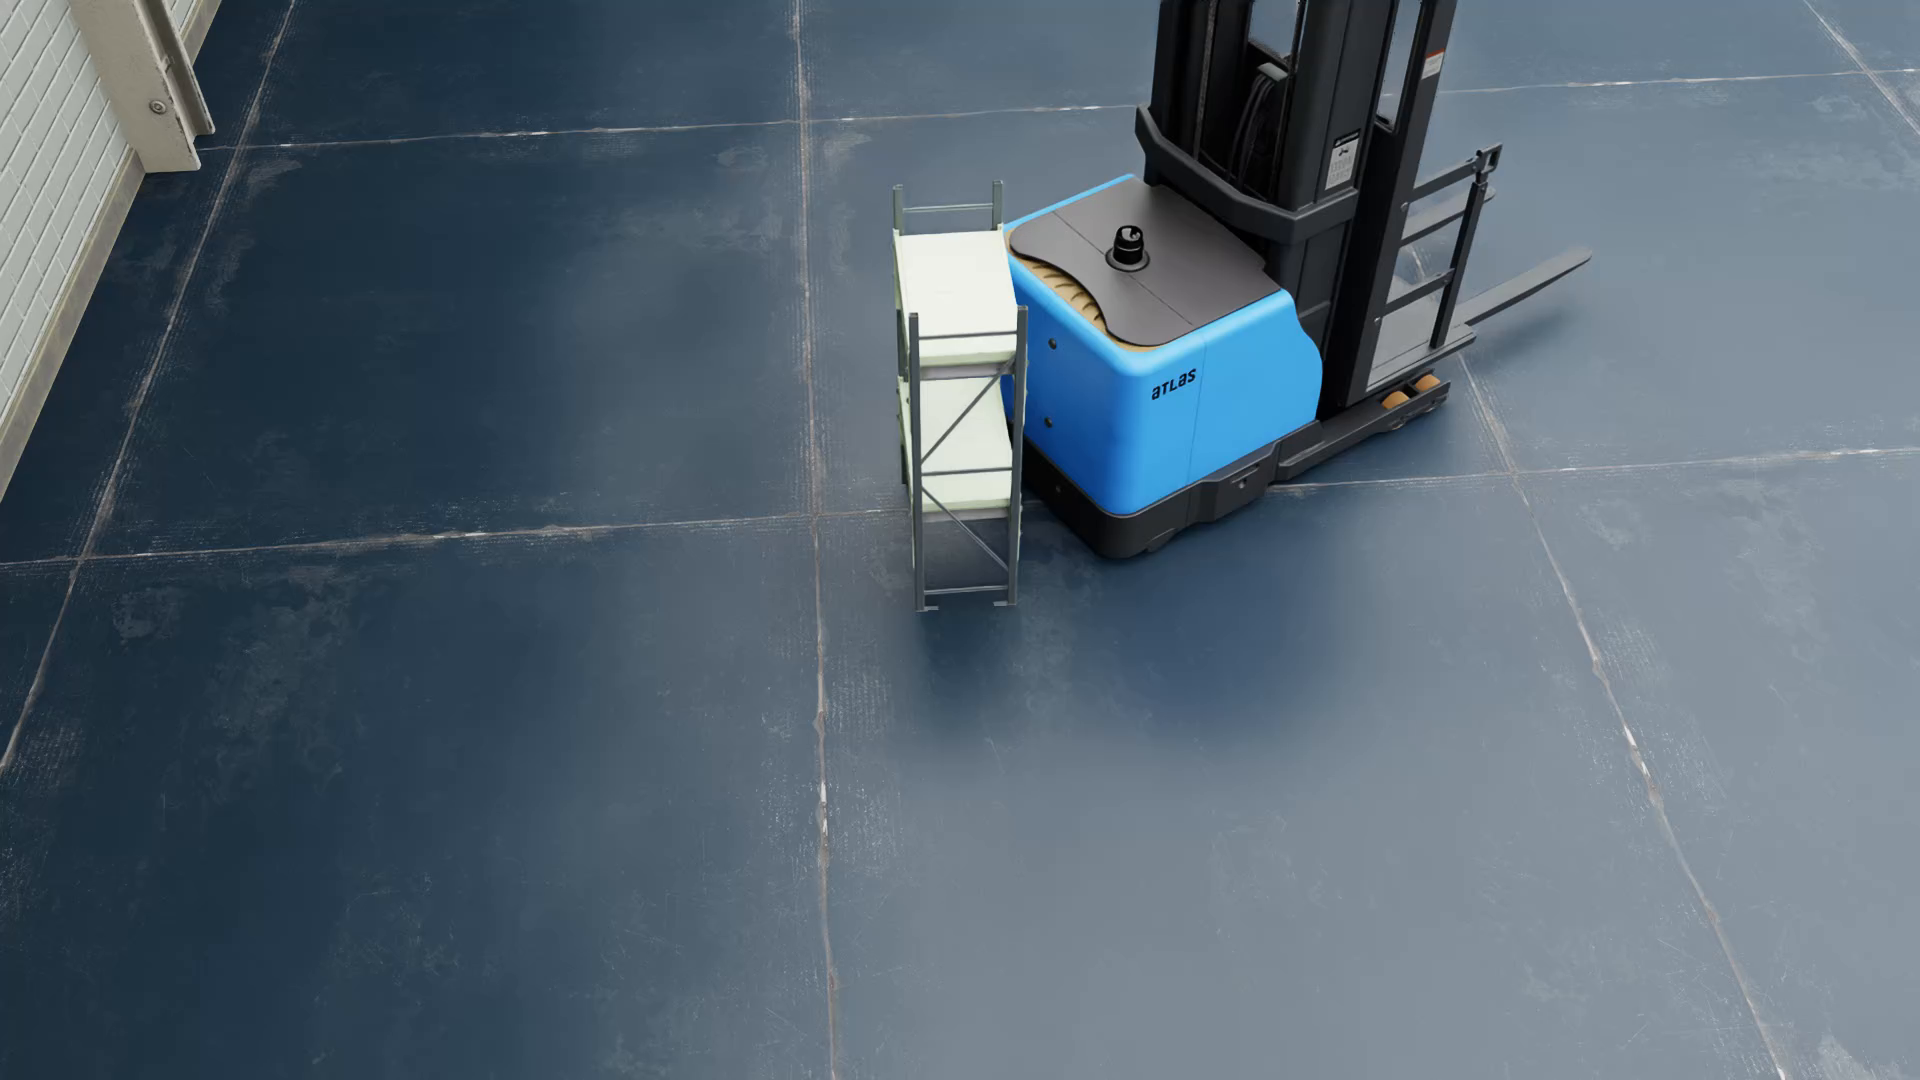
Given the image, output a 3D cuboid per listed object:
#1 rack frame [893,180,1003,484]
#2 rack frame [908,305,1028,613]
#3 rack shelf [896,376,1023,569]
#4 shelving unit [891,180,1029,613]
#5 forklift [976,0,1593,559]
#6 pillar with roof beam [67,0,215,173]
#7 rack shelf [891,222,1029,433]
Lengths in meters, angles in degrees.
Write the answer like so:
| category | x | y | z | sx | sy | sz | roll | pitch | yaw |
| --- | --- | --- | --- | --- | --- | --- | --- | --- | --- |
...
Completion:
| category | x | y | z | sx | sy | sz | roll | pitch | yaw |
| --- | --- | --- | --- | --- | --- | --- | --- | --- | --- |
| rack frame | -0.047 | -0.777 | 6.588 | 0.400 | 1.500 | 0.023 | -4 | 47 | -4 |
| rack frame | 0.025 | -0.248 | 6.087 | 0.400 | 1.500 | 0.023 | -4 | 47 | -4 |
| rack shelf | -0.012 | -0.288 | 6.574 | 0.431 | 0.370 | 0.720 | -4 | 47 | -4 |
| shelving unit | -0.011 | -0.512 | 6.338 | 0.431 | 1.500 | 0.755 | -4 | 47 | -4 |
| forklift | 1.563 | -1.789 | 6.562 | 3.031 | 2.935 | 1.130 | -27 | 52 | -23 |
| pillar with roof beam | 0.125 | -5.431 | 5.833 | 9.100 | 9.000 | 0.400 | -3 | 47 | -3 |
| rack shelf | -0.009 | -0.781 | 6.054 | 0.431 | 0.370 | 0.720 | -4 | 47 | -4 |
